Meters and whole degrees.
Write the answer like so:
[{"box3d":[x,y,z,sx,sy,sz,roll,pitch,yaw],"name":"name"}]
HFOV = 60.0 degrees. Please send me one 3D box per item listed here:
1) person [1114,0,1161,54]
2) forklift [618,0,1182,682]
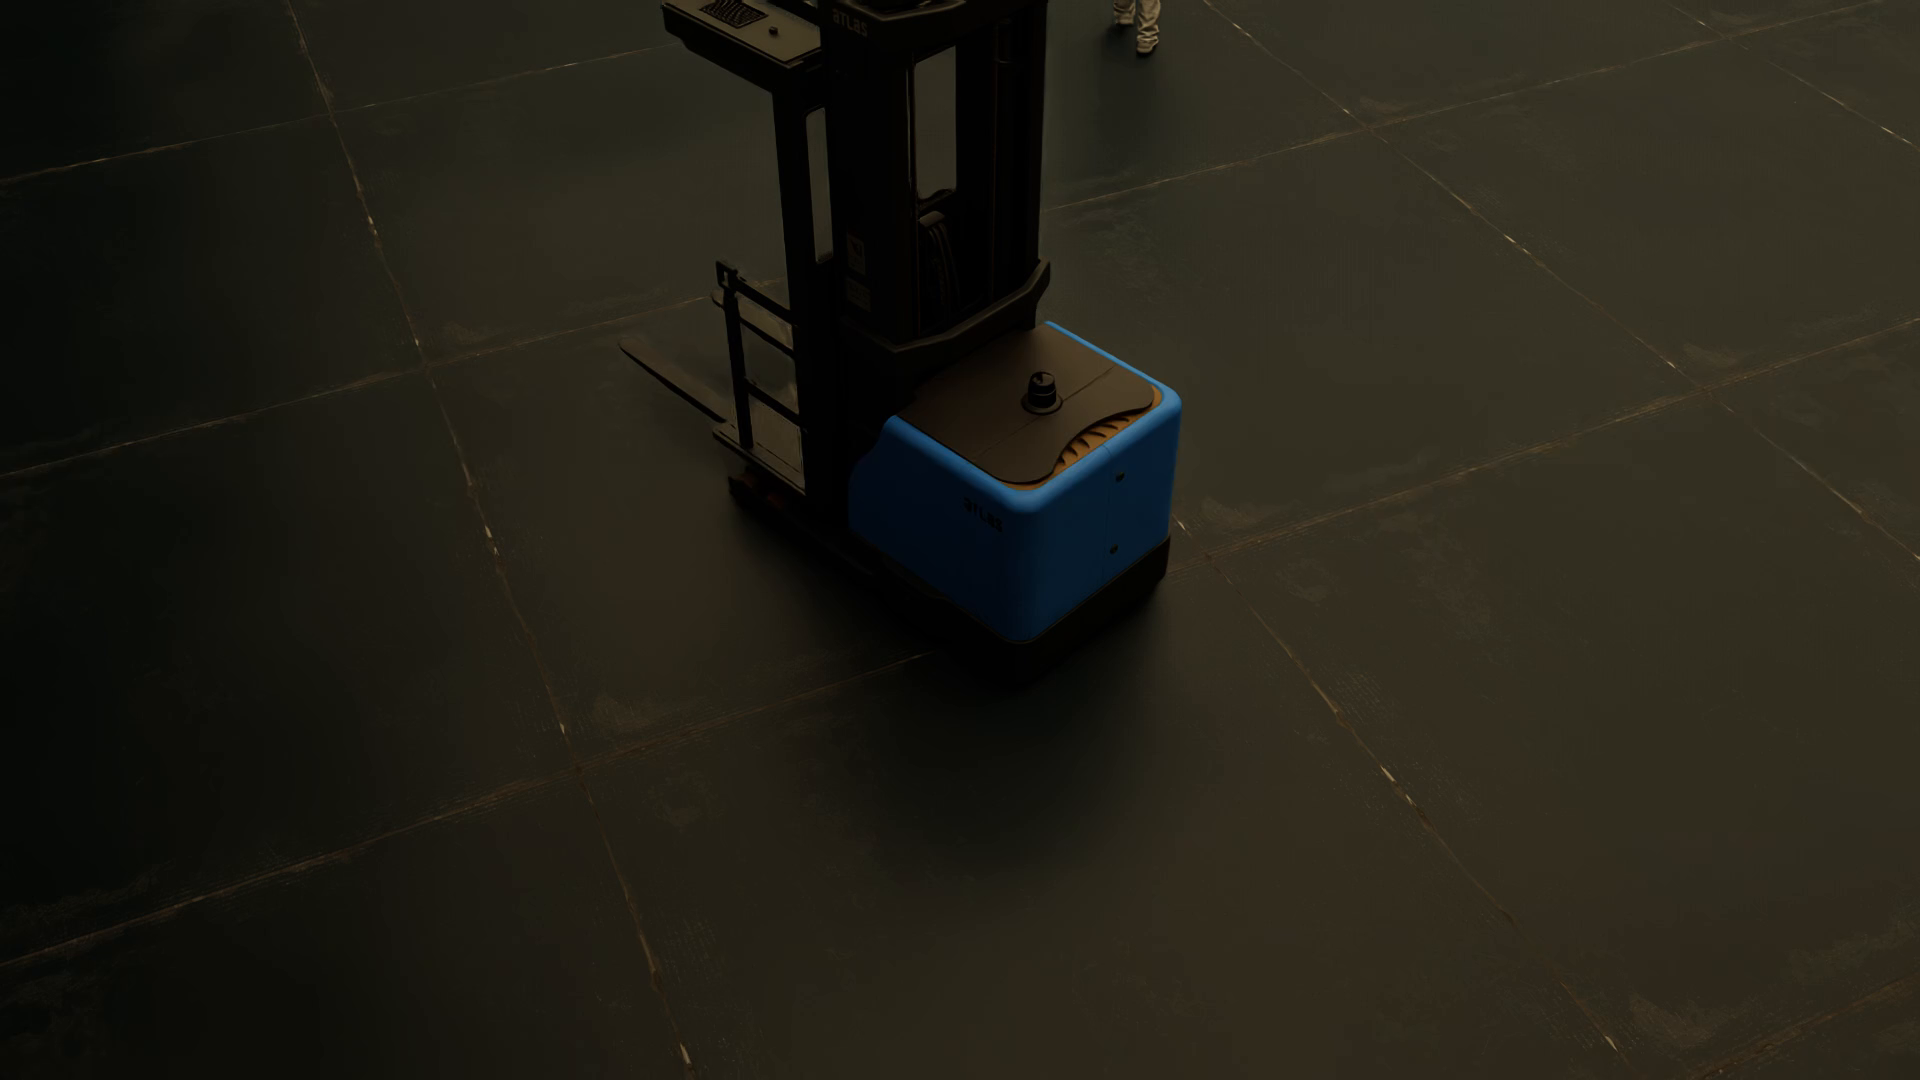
[{"box3d":[1.229,-4.059,10.962,0.629,1.776,0.844,-2,43,-2],"name":"person"},{"box3d":[-0.460,-1.363,7.141,3.031,2.935,1.130,34,53,31],"name":"forklift"}]
